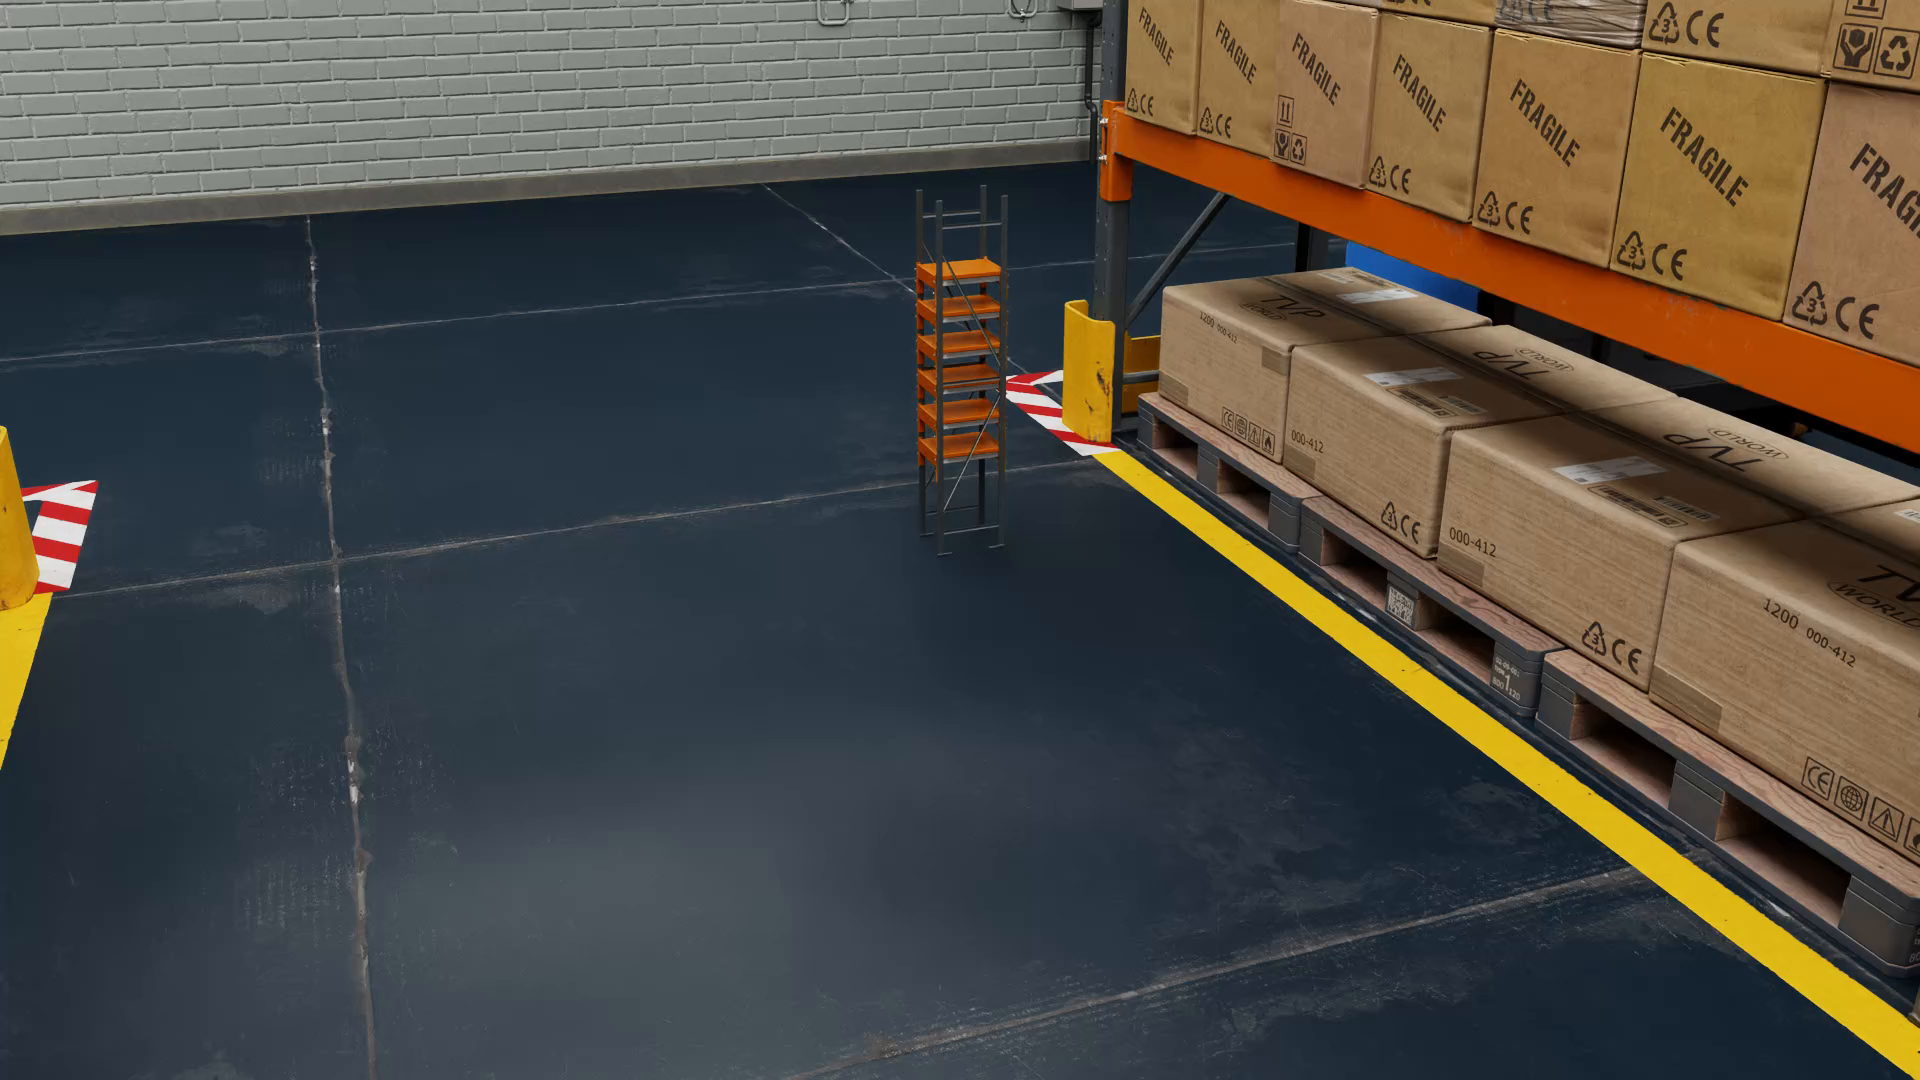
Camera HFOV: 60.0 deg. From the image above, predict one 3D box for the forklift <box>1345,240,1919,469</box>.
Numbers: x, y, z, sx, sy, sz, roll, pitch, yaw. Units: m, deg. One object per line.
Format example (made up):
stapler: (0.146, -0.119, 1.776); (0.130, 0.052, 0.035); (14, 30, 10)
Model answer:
forklift: (2.770, -1.797, 6.240); (1.130, 2.935, 3.031); (-8, 24, -19)

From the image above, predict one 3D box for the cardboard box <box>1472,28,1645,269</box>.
cardboard box: (1.653, -0.990, 4.107); (0.500, 0.500, 0.500); (-9, 24, -20)

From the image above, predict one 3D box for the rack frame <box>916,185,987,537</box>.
rack frame: (-0.027, -0.581, 5.583); (0.240, 1.200, 0.006); (-8, 24, -19)

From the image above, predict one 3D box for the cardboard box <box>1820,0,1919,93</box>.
cardboard box: (2.009, -1.084, 3.043); (0.500, 0.500, 0.500); (-9, 24, -19)

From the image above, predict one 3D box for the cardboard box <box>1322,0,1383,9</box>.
cardboard box: (1.302, -1.817, 4.783); (0.500, 0.500, 0.500); (-9, 24, -19)

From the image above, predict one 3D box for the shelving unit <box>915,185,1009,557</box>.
shelving unit: (0.005, -0.548, 5.504); (0.258, 1.200, 0.189); (-8, 24, -19)

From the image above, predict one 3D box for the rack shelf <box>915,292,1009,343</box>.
rack shelf: (0.005, -0.728, 5.429); (0.258, 0.103, 0.180); (-8, 24, -19)

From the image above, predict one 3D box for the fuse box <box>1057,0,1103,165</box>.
fuse box: (1.024, -3.584, 12.050); (0.539, 1.711, 0.414); (-8, 24, -19)

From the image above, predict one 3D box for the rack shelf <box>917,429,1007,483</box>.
rack shelf: (0.005, -0.286, 5.615); (0.258, 0.103, 0.180); (-8, 24, -19)

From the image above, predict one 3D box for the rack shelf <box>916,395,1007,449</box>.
rack shelf: (0.005, -0.396, 5.568); (0.258, 0.103, 0.180); (-8, 24, -19)

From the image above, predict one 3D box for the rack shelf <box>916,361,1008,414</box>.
rack shelf: (0.005, -0.507, 5.522); (0.258, 0.103, 0.180); (-8, 24, -19)

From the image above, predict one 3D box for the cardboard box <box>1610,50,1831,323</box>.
cardboard box: (1.844, -0.809, 3.678); (0.500, 0.500, 0.500); (-9, 24, -20)

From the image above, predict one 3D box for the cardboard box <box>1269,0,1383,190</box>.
cardboard box: (1.290, -1.362, 4.990); (0.500, 0.500, 0.500); (-8, 24, -19)

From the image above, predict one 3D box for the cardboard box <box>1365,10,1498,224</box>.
cardboard box: (1.482, -1.182, 4.563); (0.500, 0.500, 0.500); (-8, 24, -17)

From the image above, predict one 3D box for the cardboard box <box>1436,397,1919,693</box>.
cardboard box: (1.996, -0.024, 4.703); (0.875, 0.438, 0.875); (-9, 25, -21)

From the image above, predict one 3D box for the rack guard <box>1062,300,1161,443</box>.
rack guard: (1.013, -0.753, 6.894); (1.175, 0.500, 0.348); (-8, 24, -19)

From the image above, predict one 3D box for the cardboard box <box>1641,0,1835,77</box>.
cardboard box: (1.838, -1.269, 3.483); (0.500, 0.500, 0.500); (-9, 24, -20)

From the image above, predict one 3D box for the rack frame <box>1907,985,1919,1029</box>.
rack frame: (2.434, -0.443, 2.939); (1.000, 3.000, 0.127); (-8, 24, -19)

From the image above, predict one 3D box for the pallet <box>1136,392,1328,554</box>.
pallet: (1.377, -0.332, 6.266); (1.003, 0.211, 1.213); (-8, 24, -19)

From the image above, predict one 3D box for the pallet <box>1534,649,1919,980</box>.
pallet: (2.239, 0.555, 4.162); (1.003, 0.211, 1.213); (-8, 24, -19)

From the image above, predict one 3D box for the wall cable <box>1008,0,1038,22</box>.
wall cable: (0.330, -4.609, 11.516); (0.588, 1.984, 0.122); (-8, 24, -19)

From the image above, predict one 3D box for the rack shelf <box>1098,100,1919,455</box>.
rack shelf: (1.728, -0.838, 4.803); (1.077, 0.370, 4.000); (-8, 24, -19)

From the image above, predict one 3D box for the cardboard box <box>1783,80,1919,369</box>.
cardboard box: (2.031, -0.623, 3.237); (0.500, 0.500, 0.500); (-8, 24, -19)

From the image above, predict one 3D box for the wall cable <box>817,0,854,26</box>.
wall cable: (-0.993, -4.425, 11.038); (0.585, 1.953, 0.123); (-8, 24, -19)

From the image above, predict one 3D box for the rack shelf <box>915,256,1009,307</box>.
rack shelf: (0.005, -0.838, 5.382); (0.258, 0.103, 0.180); (-8, 24, -19)

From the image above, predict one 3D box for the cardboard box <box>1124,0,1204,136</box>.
cardboard box: (0.922, -1.729, 5.861); (0.500, 0.500, 0.500); (-9, 24, -19)

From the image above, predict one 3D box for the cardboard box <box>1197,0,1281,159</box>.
cardboard box: (1.127, -1.549, 5.434); (0.500, 0.500, 0.500); (-9, 24, -20)

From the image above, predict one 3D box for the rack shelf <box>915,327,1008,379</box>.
rack shelf: (0.005, -0.617, 5.475); (0.258, 0.103, 0.180); (-8, 24, -19)

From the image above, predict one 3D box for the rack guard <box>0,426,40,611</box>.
rack guard: (-3.547, -0.001, 5.109); (1.175, 0.500, 0.348); (-8, 24, -19)

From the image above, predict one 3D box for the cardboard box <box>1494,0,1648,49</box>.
cardboard box: (1.649, -1.453, 3.919); (0.500, 0.500, 0.500); (-8, 24, -18)

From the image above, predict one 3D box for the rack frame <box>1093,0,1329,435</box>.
rack frame: (1.021, -1.897, 6.388); (1.000, 3.000, 0.127); (-8, 24, -19)

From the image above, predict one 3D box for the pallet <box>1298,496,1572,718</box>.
pallet: (1.804, 0.111, 5.216); (1.003, 0.211, 1.213); (-8, 24, -19)

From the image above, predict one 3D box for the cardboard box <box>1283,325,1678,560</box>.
cardboard box: (1.679, -0.352, 5.481); (0.875, 0.438, 0.875); (-8, 24, -18)

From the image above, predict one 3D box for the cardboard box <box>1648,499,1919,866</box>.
cardboard box: (2.313, 0.301, 3.932); (0.875, 0.438, 0.875); (-9, 24, -20)

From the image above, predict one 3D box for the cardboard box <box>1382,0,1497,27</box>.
cardboard box: (1.480, -1.636, 4.354); (0.500, 0.500, 0.500); (-8, 24, -19)

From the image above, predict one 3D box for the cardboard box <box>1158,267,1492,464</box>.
cardboard box: (1.348, -0.683, 6.267); (0.875, 0.438, 0.875); (-9, 25, -21)

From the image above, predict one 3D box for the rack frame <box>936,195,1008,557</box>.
rack frame: (0.037, -0.514, 5.426); (0.240, 1.200, 0.006); (-8, 24, -19)
